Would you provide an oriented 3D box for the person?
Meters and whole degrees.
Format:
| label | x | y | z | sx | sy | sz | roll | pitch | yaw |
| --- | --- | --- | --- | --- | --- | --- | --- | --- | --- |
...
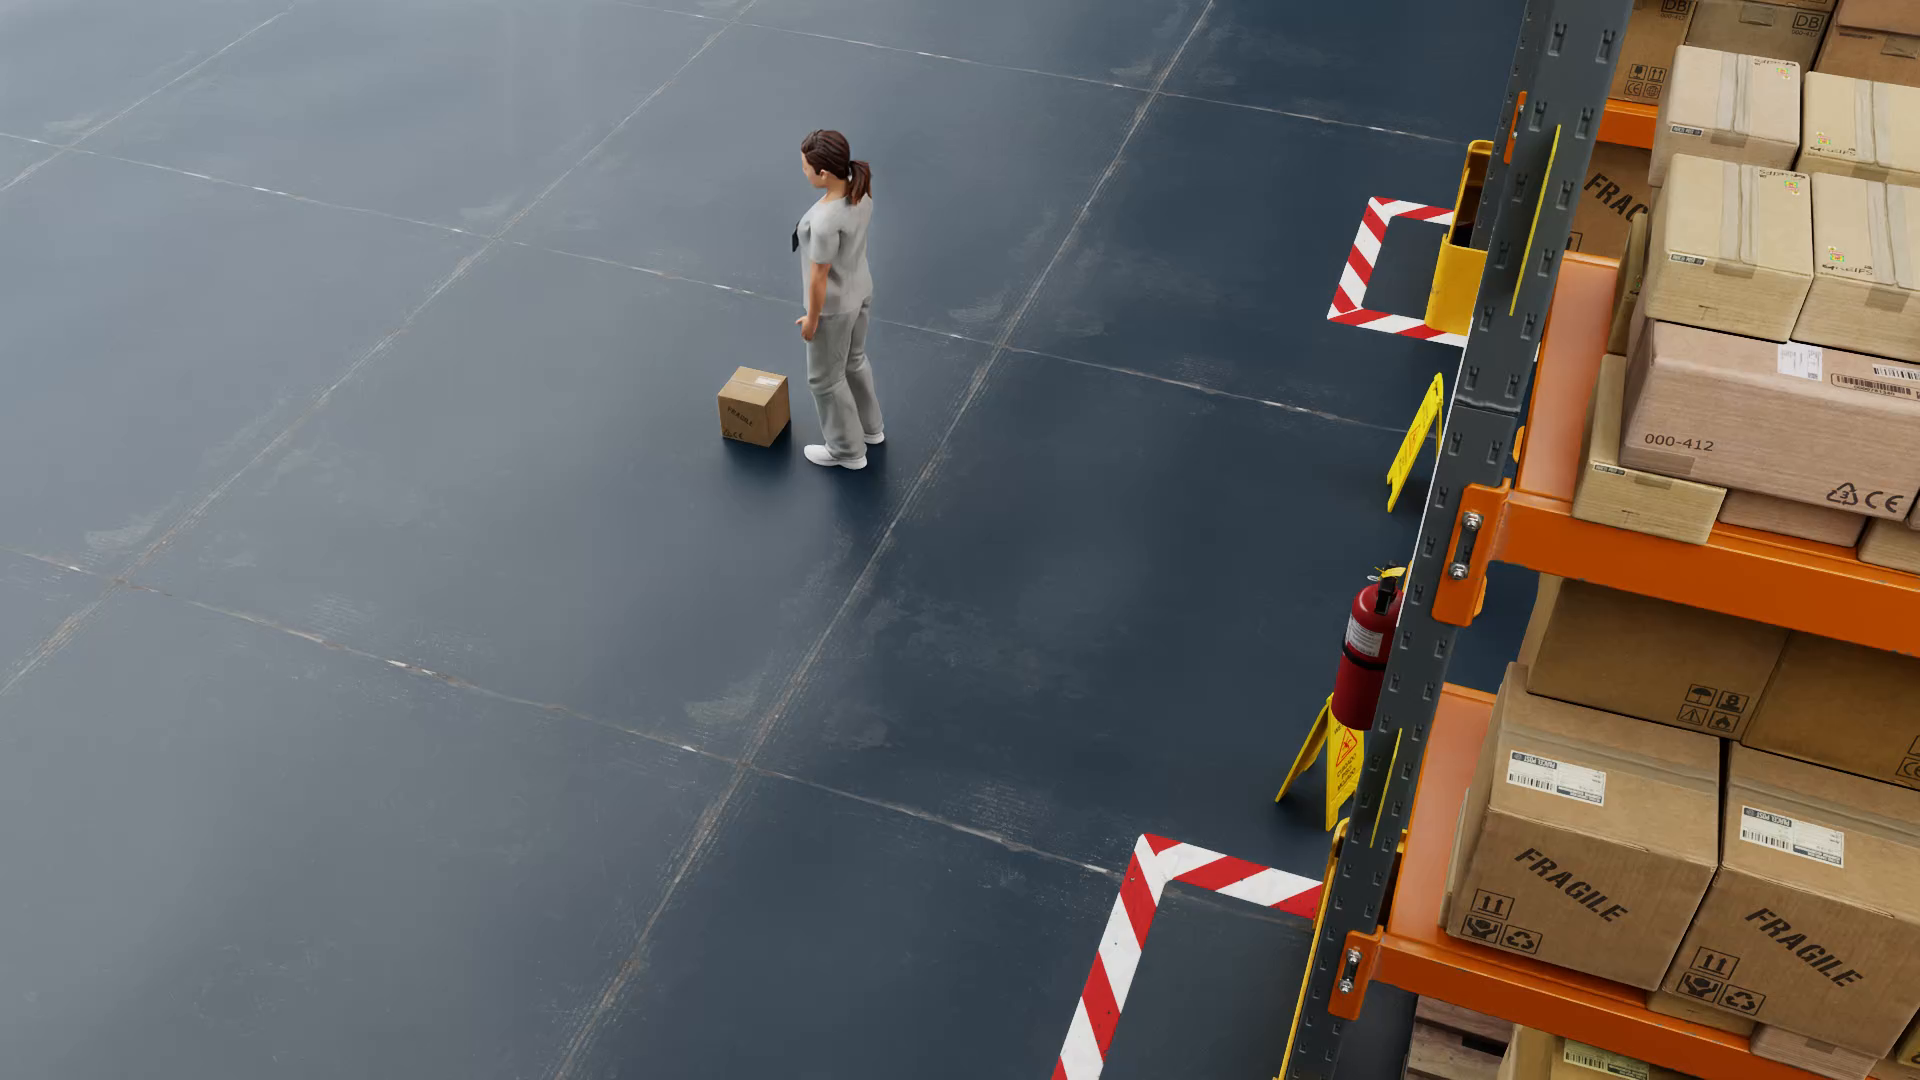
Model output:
| label | x | y | z | sx | sy | sz | roll | pitch | yaw |
| --- | --- | --- | --- | --- | --- | --- | --- | --- | --- |
| person | -0.537 | -1.043 | 7.339 | 0.349 | 1.672 | 0.441 | 14 | 44 | 16 |
